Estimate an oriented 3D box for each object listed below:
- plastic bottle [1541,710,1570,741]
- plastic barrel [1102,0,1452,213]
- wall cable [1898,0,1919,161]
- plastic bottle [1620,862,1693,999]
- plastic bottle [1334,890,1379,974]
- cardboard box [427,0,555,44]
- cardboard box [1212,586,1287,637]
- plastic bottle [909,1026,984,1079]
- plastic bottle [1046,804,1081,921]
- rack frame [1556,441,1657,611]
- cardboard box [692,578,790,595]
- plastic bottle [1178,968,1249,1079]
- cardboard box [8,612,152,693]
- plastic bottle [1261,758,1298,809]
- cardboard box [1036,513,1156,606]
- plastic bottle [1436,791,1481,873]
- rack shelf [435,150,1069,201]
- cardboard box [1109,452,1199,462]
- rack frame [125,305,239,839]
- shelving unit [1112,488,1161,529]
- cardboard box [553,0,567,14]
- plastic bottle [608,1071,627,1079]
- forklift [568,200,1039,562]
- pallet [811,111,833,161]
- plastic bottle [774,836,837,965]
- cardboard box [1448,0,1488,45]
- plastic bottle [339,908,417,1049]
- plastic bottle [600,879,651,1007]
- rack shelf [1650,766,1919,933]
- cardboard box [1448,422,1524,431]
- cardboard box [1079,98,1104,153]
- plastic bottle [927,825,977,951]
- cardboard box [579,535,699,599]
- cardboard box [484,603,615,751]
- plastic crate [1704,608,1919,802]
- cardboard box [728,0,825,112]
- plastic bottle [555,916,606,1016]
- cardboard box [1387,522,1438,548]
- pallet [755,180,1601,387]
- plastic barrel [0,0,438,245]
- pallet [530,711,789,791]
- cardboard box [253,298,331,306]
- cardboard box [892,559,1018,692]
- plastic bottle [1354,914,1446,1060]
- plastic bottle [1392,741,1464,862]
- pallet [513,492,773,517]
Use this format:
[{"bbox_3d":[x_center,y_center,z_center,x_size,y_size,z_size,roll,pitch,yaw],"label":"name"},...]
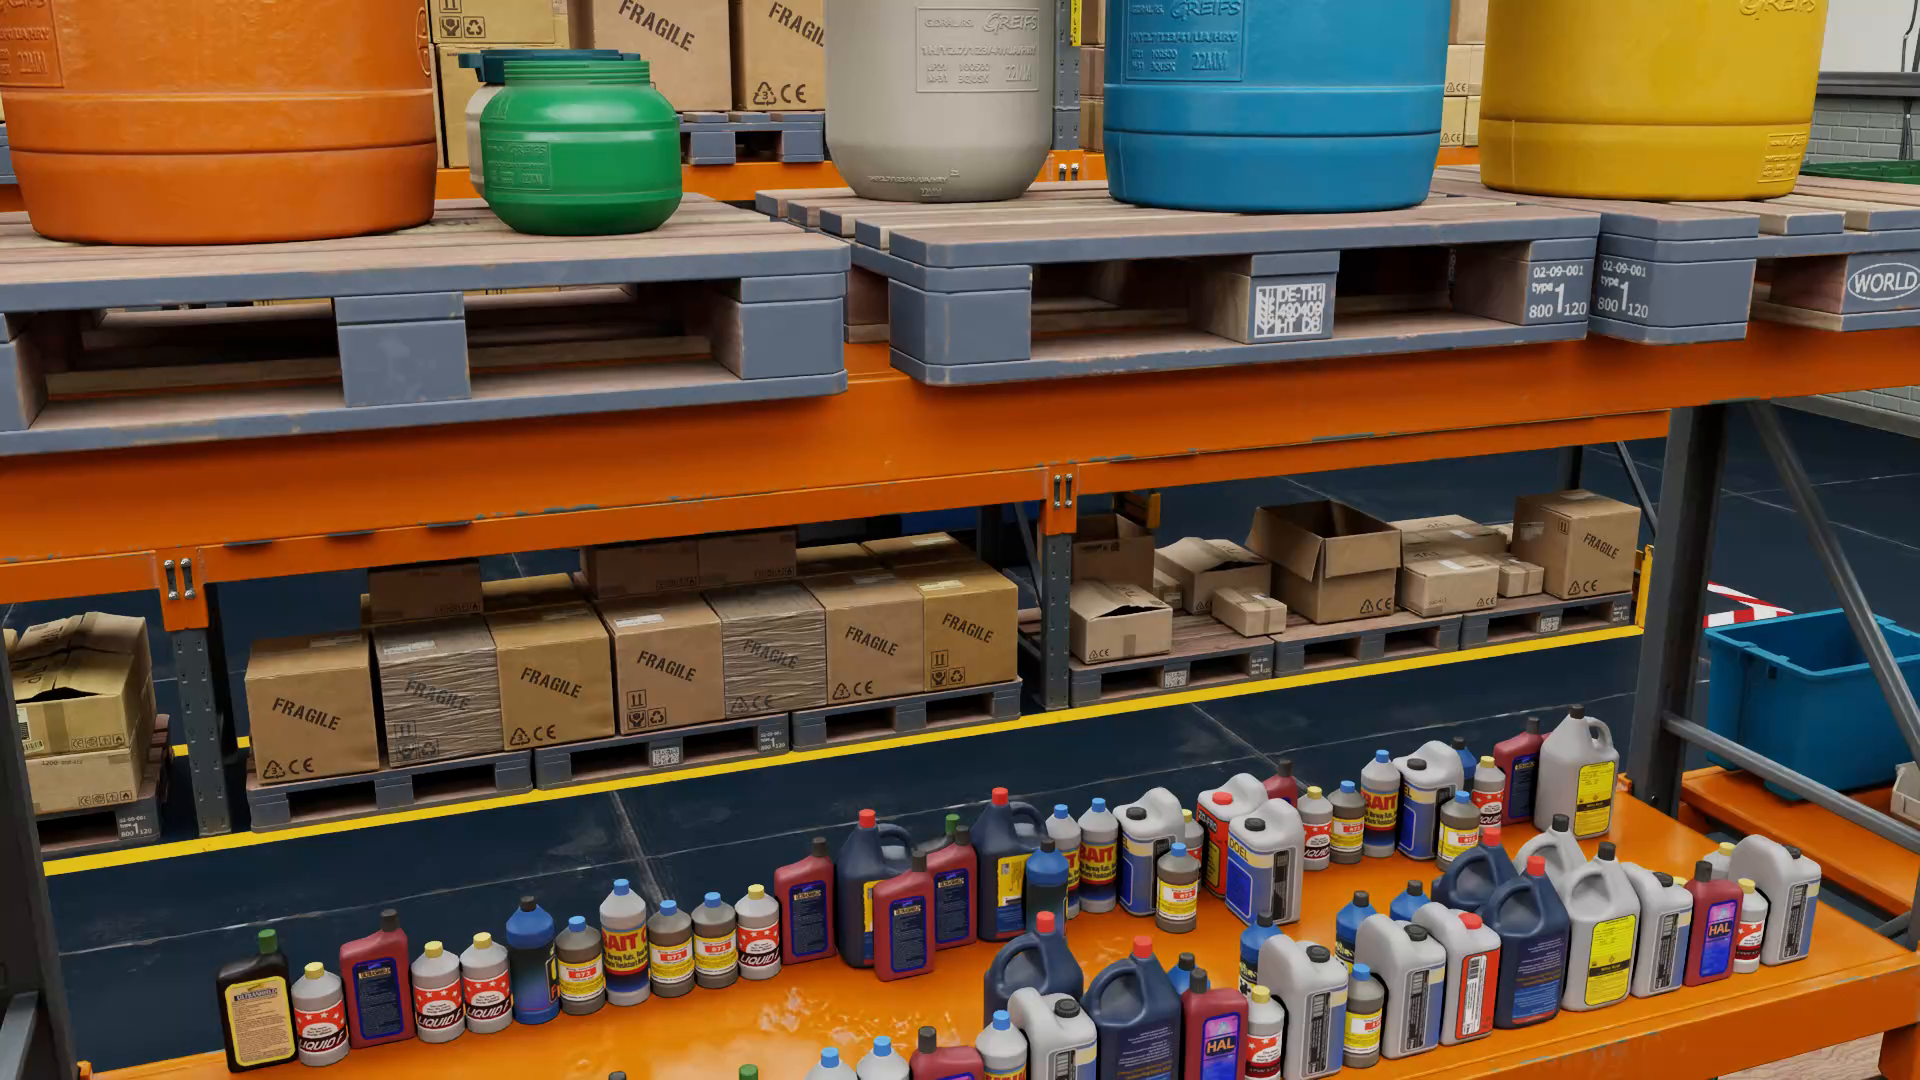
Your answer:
[{"bbox_3d":[1.600,0.597,4.449,0.133,0.283,0.061,-6,17,-20],"label":"plastic bottle"},{"bbox_3d":[0.556,-1.053,2.901,0.708,0.901,0.600,-6,17,-20],"label":"plastic barrel"},{"bbox_3d":[7.695,-4.258,15.640,0.112,2.526,3.097,-6,17,-20],"label":"wall cable"},{"bbox_3d":[1.502,0.837,3.643,0.135,0.276,0.152,-6,17,-20],"label":"plastic bottle"},{"bbox_3d":[0.843,0.873,3.530,0.097,0.271,0.097,0,16,0],"label":"plastic bottle"},{"bbox_3d":[-2.047,-2.396,7.159,0.500,0.500,0.500,-6,17,-20],"label":"cardboard box"},{"bbox_3d":[1.600,0.386,9.209,0.250,0.166,0.380,-6,17,-20],"label":"cardboard box"},{"bbox_3d":[-0.025,1.012,3.034,0.133,0.283,0.061,-6,17,-20],"label":"plastic bottle"},{"bbox_3d":[0.237,0.755,3.930,0.097,0.271,0.097,0,16,0],"label":"plastic bottle"},{"bbox_3d":[4.061,-1.091,9.989,0.127,3.000,1.000,-6,17,-20],"label":"rack frame"},{"bbox_3d":[-1.176,0.391,8.600,0.500,0.500,0.500,-6,17,-19],"label":"cardboard box"},{"bbox_3d":[0.489,0.957,3.223,0.133,0.283,0.061,-6,17,-20],"label":"plastic bottle"},{"bbox_3d":[-4.003,0.540,7.575,0.500,0.311,0.500,-6,17,-18],"label":"cardboard box"},{"bbox_3d":[0.771,0.686,4.144,0.133,0.283,0.061,-6,17,-20],"label":"plastic bottle"},{"bbox_3d":[0.757,0.169,9.355,0.500,0.500,0.500,-6,17,-20],"label":"cardboard box"},{"bbox_3d":[1.247,0.726,4.156,0.097,0.201,0.097,0,16,0],"label":"plastic bottle"},{"bbox_3d":[-1.541,-1.580,7.607,4.000,0.370,1.077,-6,17,-20],"label":"rack shelf"},{"bbox_3d":[0.900,-0.715,8.532,0.500,0.500,0.500,-6,17,-19],"label":"cardboard box"},{"bbox_3d":[-3.409,-0.284,7.242,0.127,3.000,1.000,-6,17,-20],"label":"rack frame"},{"bbox_3d":[0.823,-0.824,11.742,1.083,1.500,0.587,-7,18,-22],"label":"shelving unit"},{"bbox_3d":[-2.828,-3.935,12.060,0.500,0.250,0.500,-7,18,-22],"label":"cardboard box"},{"bbox_3d":[-0.592,1.056,2.909,0.097,0.271,0.097,0,16,0],"label":"plastic bottle"},{"bbox_3d":[-0.989,-1.227,10.574,3.031,2.935,1.130,-7,18,-22],"label":"forklift"},{"bbox_3d":[-0.308,-1.989,8.058,1.003,0.211,1.213,-6,17,-20],"label":"pallet"},{"bbox_3d":[-0.348,0.807,3.733,0.133,0.283,0.061,-6,17,-20],"label":"plastic bottle"},{"bbox_3d":[2.662,-2.895,8.857,0.500,0.500,0.700,-6,17,-20],"label":"cardboard box"},{"bbox_3d":[-1.199,0.899,3.420,0.133,0.283,0.061,-6,17,-20],"label":"plastic bottle"},{"bbox_3d":[-0.721,0.859,3.578,0.097,0.271,0.097,0,16,0],"label":"plastic bottle"},{"bbox_3d":[3.963,0.760,4.964,4.000,0.370,1.077,-6,17,-20],"label":"rack shelf"},{"bbox_3d":[2.790,-0.920,9.229,0.500,0.500,0.500,-6,17,-20],"label":"cardboard box"},{"bbox_3d":[0.869,-2.039,8.159,0.500,0.250,0.500,-6,17,-20],"label":"cardboard box"},{"bbox_3d":[-0.029,0.791,3.788,0.133,0.283,0.061,-6,17,-20],"label":"plastic bottle"},{"bbox_3d":[-1.615,0.077,8.336,0.500,0.250,0.500,-7,18,-21],"label":"cardboard box"},{"bbox_3d":[-1.925,0.630,7.785,0.500,0.500,0.500,-6,18,-21],"label":"cardboard box"},{"bbox_3d":[2.409,0.458,4.636,0.575,0.384,0.392,-6,17,-20],"label":"plastic crate"},{"bbox_3d":[-0.786,-2.319,7.749,0.600,0.600,0.600,-6,18,-21],"label":"cardboard box"},{"bbox_3d":[-0.812,0.902,3.555,0.097,0.201,0.097,0,16,0],"label":"plastic bottle"},{"bbox_3d":[2.518,0.099,10.038,0.500,0.250,0.500,-6,17,-20],"label":"cardboard box"},{"bbox_3d":[0.340,-0.513,3.031,1.213,0.211,1.003,-6,17,-20],"label":"pallet"},{"bbox_3d":[-1.109,-0.884,2.453,0.708,0.830,0.600,-6,17,-20],"label":"plastic barrel"},{"bbox_3d":[-1.561,0.867,8.273,1.213,0.211,1.003,-6,17,-20],"label":"pallet"},{"bbox_3d":[-4.640,-1.769,11.558,0.500,0.500,0.500,-6,17,-18],"label":"cardboard box"},{"bbox_3d":[-0.032,0.426,8.479,0.500,0.500,0.500,-6,17,-20],"label":"cardboard box"},{"bbox_3d":[0.905,0.902,3.424,0.135,0.276,0.152,-6,17,-20],"label":"plastic bottle"},{"bbox_3d":[1.185,0.659,4.250,0.135,0.276,0.152,-6,17,-20],"label":"plastic bottle"},{"bbox_3d":[-1.595,-0.389,7.941,1.213,0.211,1.003,-6,17,-20],"label":"pallet"}]
